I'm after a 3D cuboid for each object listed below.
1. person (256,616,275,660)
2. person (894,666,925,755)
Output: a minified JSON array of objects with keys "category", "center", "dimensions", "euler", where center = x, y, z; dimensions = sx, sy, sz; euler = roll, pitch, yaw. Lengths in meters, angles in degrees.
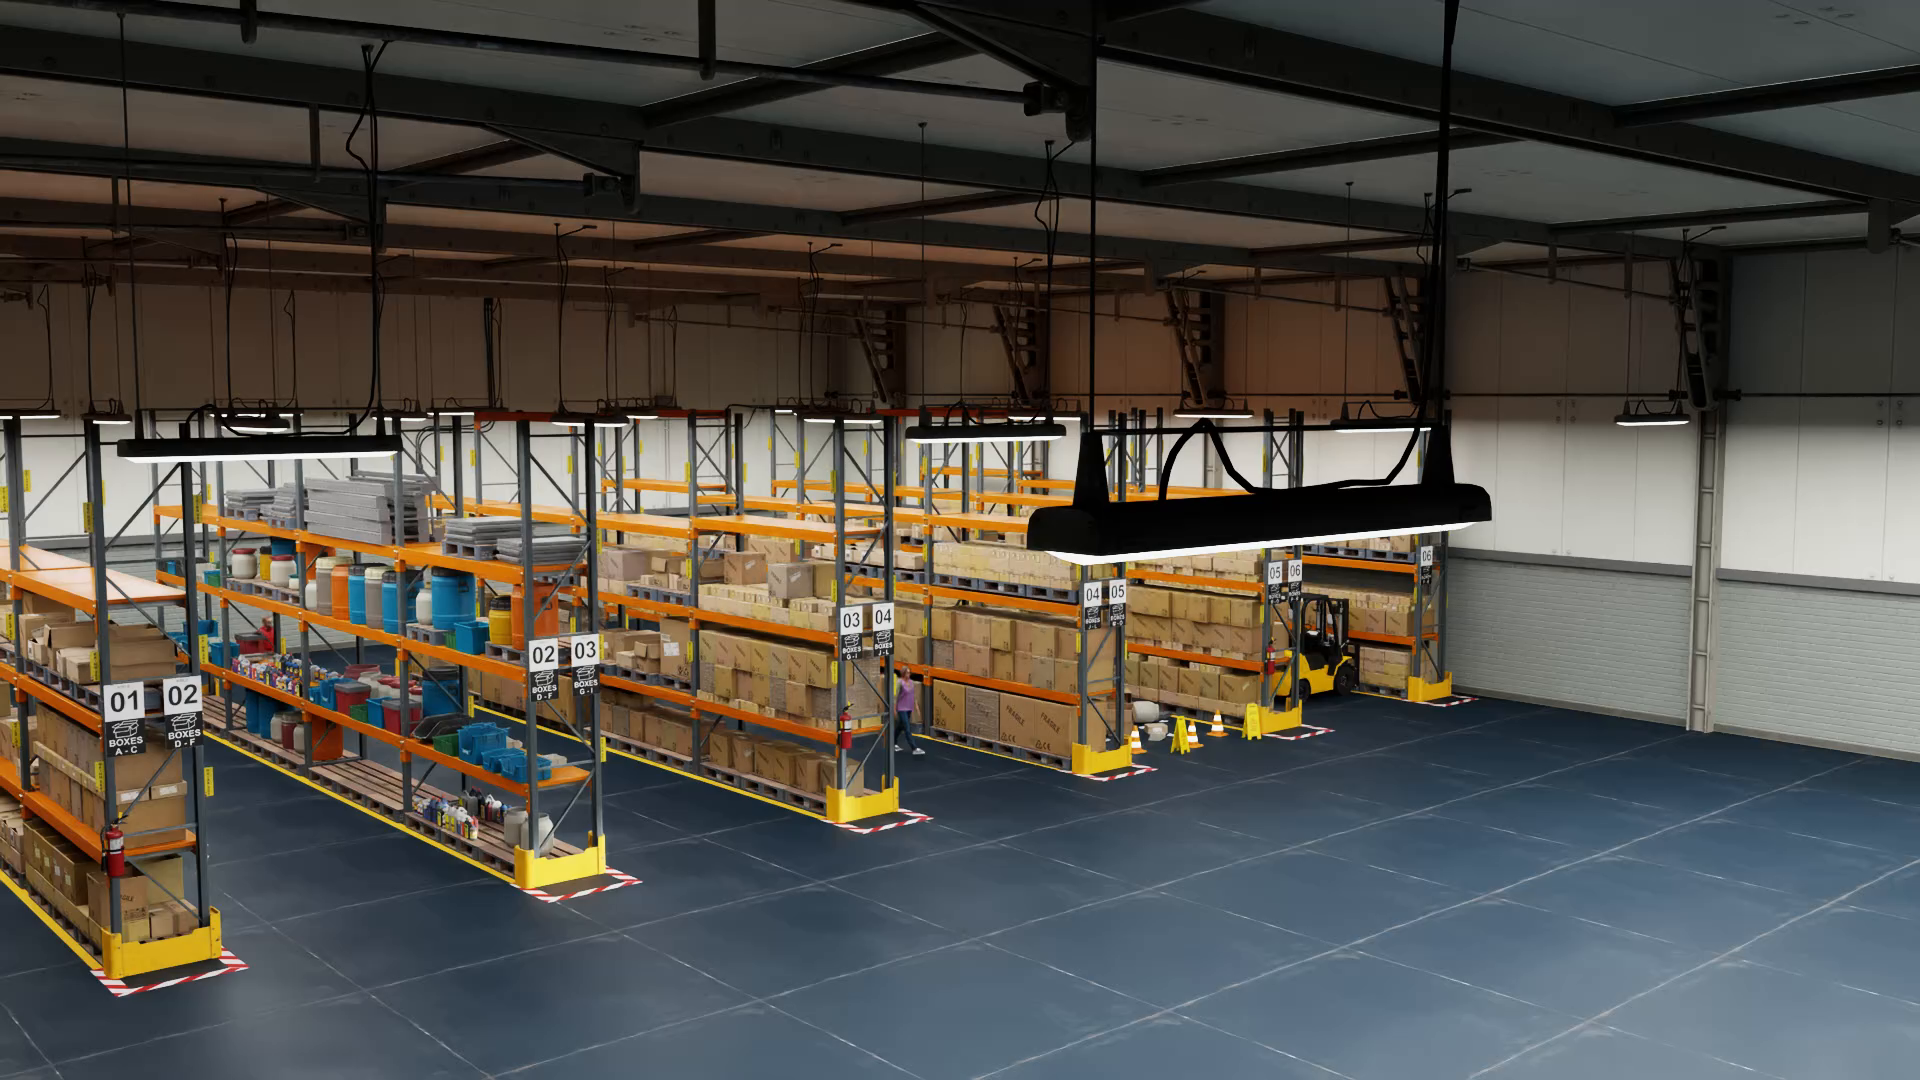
[{"category":"person","center":[-14.394,2.419,34.765],"dimensions":[1.038,1.661,0.650],"euler":[3,6,30]},{"category":"person","center":[-0.913,2.977,29.157],"dimensions":[0.967,1.546,0.434],"euler":[3,6,34]}]
